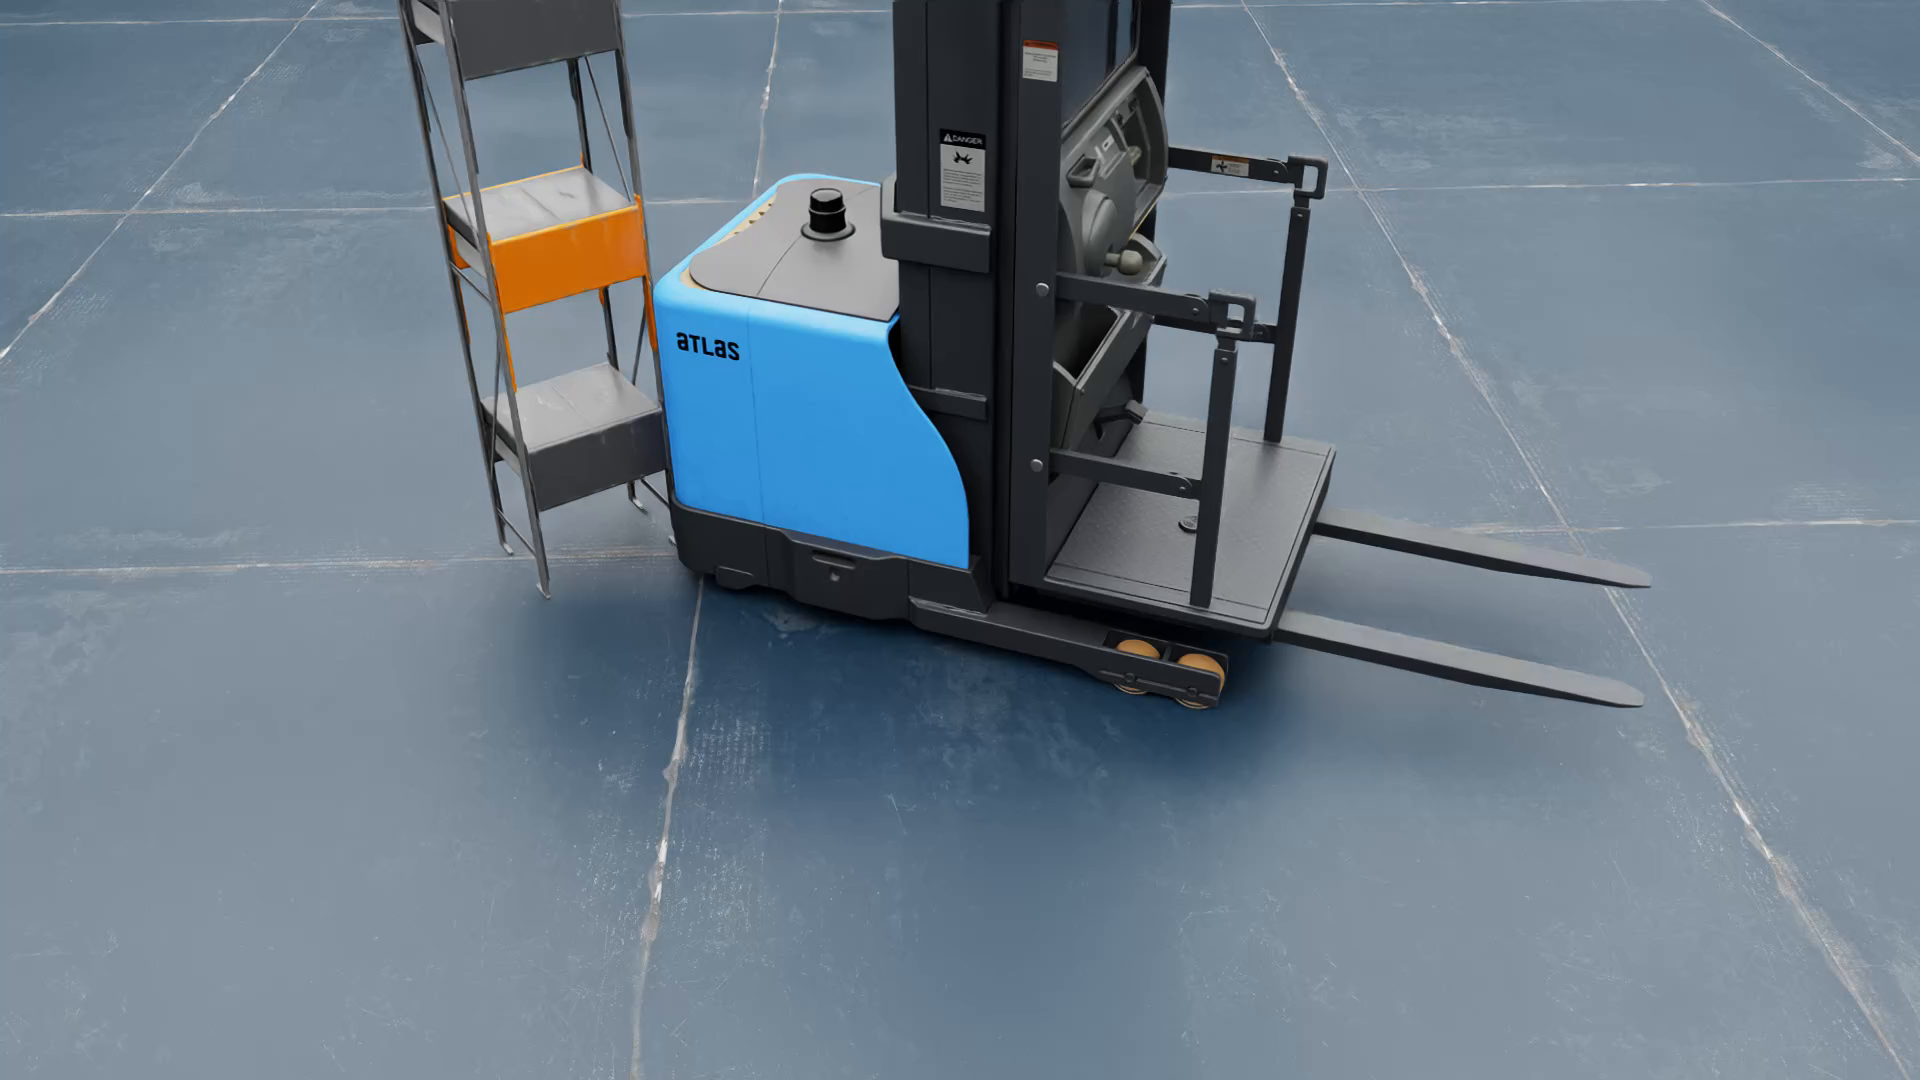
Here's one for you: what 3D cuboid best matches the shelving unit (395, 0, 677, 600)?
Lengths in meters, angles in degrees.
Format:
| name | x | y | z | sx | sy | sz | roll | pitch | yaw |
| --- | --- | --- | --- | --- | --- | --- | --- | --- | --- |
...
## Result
| name | x | y | z | sx | sy | sz | roll | pitch | yaw |
| --- | --- | --- | --- | --- | --- | --- | --- | --- | --- |
| shelving unit | -1.267 | -0.841 | 5.120 | 0.503 | 2.100 | 0.431 | -22 | 40 | -28 |

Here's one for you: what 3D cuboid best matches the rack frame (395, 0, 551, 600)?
| name | x | y | z | sx | sy | sz | roll | pitch | yaw |
| --- | --- | --- | --- | --- | --- | --- | --- | --- | --- |
| rack frame | -1.466 | -0.761 | 5.004 | 0.015 | 2.100 | 0.400 | -22 | 40 | -28 |

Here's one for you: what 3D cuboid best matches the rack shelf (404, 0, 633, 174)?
| name | x | y | z | sx | sy | sz | roll | pitch | yaw |
| --- | --- | --- | --- | --- | --- | --- | --- | --- | --- |
| rack shelf | -1.267 | -1.405 | 4.729 | 0.480 | 0.518 | 0.431 | -22 | 40 | -28 |

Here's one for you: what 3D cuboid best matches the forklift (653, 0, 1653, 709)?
| name | x | y | z | sx | sy | sz | roll | pitch | yaw |
| --- | --- | --- | --- | --- | --- | --- | --- | --- | --- |
| forklift | 0.629 | -1.039 | 4.676 | 3.031 | 2.935 | 1.130 | 12 | 37 | 17 |

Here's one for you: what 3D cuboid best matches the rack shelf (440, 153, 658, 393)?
| name | x | y | z | sx | sy | sz | roll | pitch | yaw |
| --- | --- | --- | --- | --- | --- | --- | --- | --- | --- |
| rack shelf | -1.267 | -0.830 | 5.128 | 0.480 | 0.518 | 0.431 | -22 | 40 | -28 |

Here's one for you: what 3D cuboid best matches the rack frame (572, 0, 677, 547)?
| name | x | y | z | sx | sy | sz | roll | pitch | yaw |
| --- | --- | --- | --- | --- | --- | --- | --- | --- | --- |
| rack frame | -1.068 | -0.921 | 5.236 | 0.015 | 2.100 | 0.400 | -22 | 40 | -28 |

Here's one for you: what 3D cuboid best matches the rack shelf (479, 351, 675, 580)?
| name | x | y | z | sx | sy | sz | roll | pitch | yaw |
| --- | --- | --- | --- | --- | --- | --- | --- | --- | --- |
| rack shelf | -1.267 | -0.254 | 5.526 | 0.480 | 0.518 | 0.431 | -22 | 40 | -28 |
